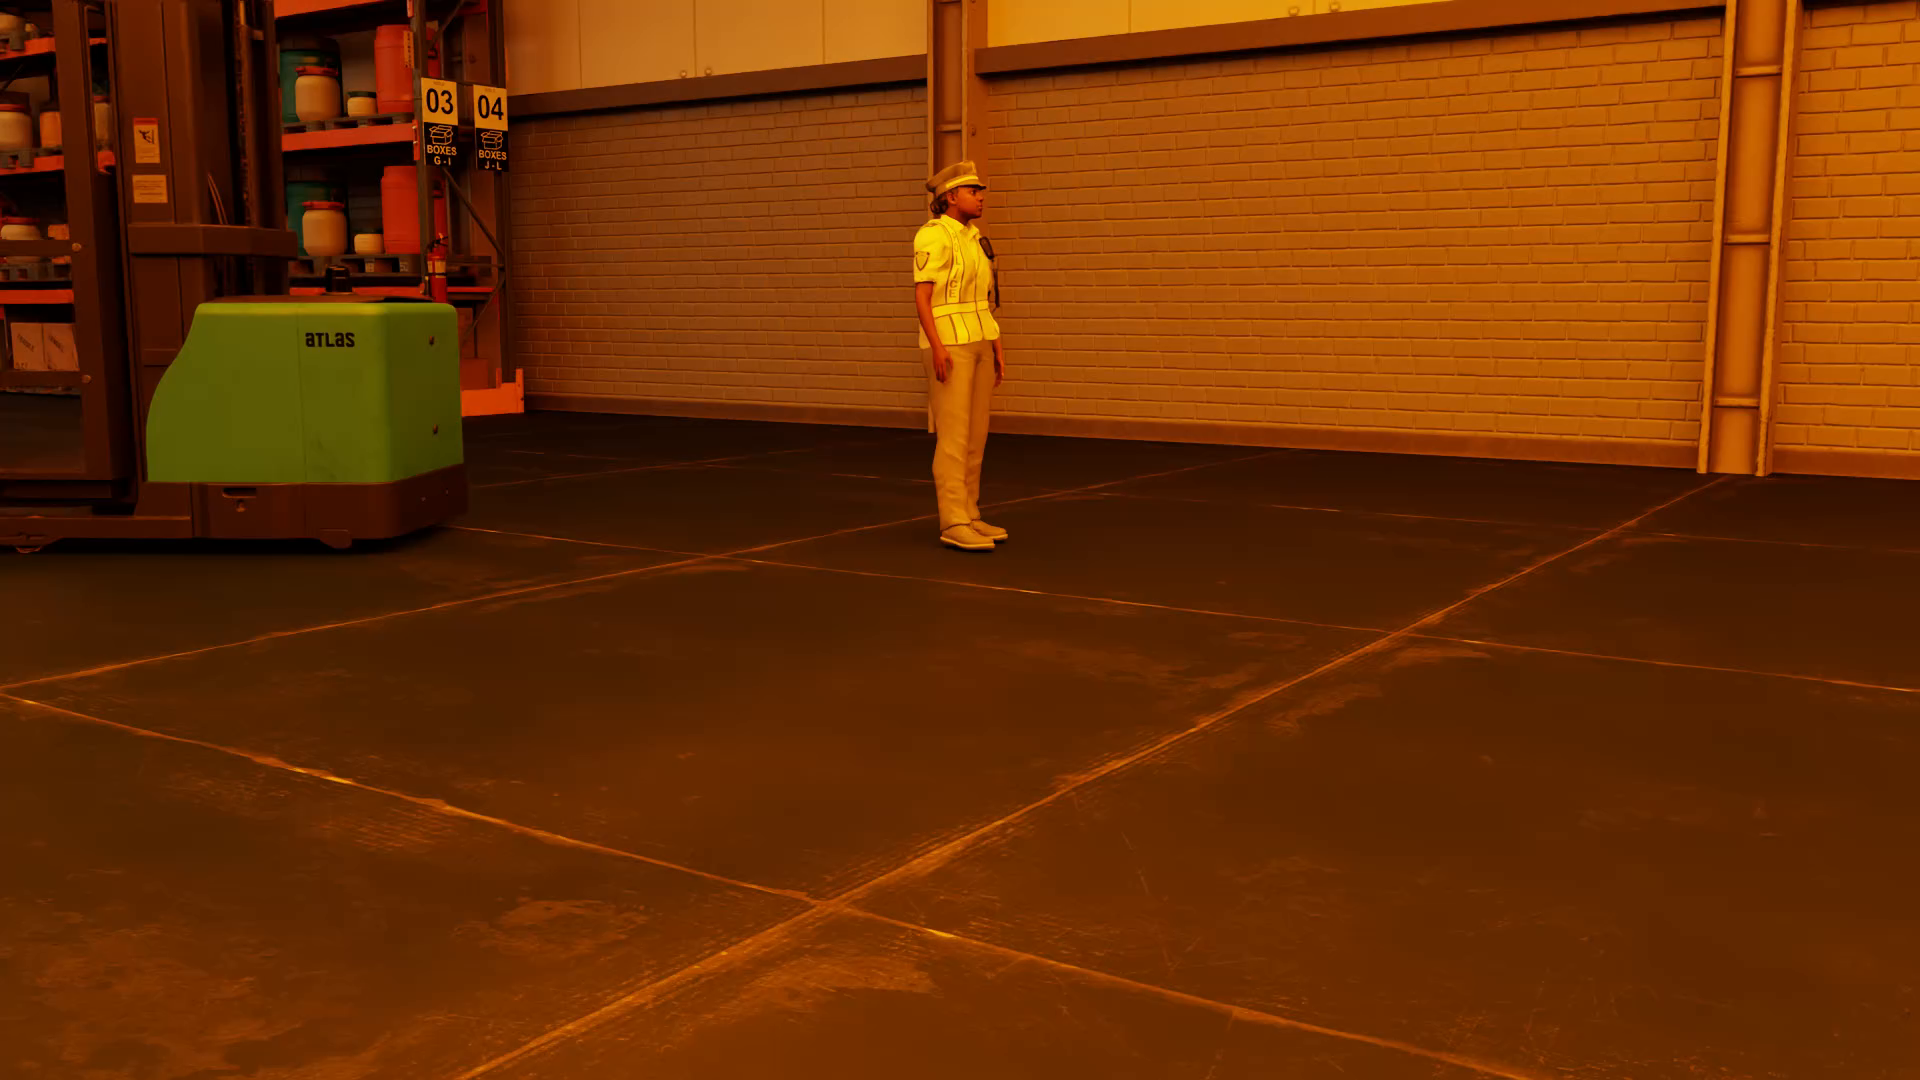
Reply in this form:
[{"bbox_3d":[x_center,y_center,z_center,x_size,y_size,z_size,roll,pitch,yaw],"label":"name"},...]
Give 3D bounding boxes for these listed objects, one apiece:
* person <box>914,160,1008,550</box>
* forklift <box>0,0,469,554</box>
[{"bbox_3d":[0.051,-0.838,7.425,0.528,1.695,0.569,5,10,34],"label":"person"},{"bbox_3d":[-3.914,-1.466,7.503,3.031,2.935,1.130,0,8,3],"label":"forklift"}]
